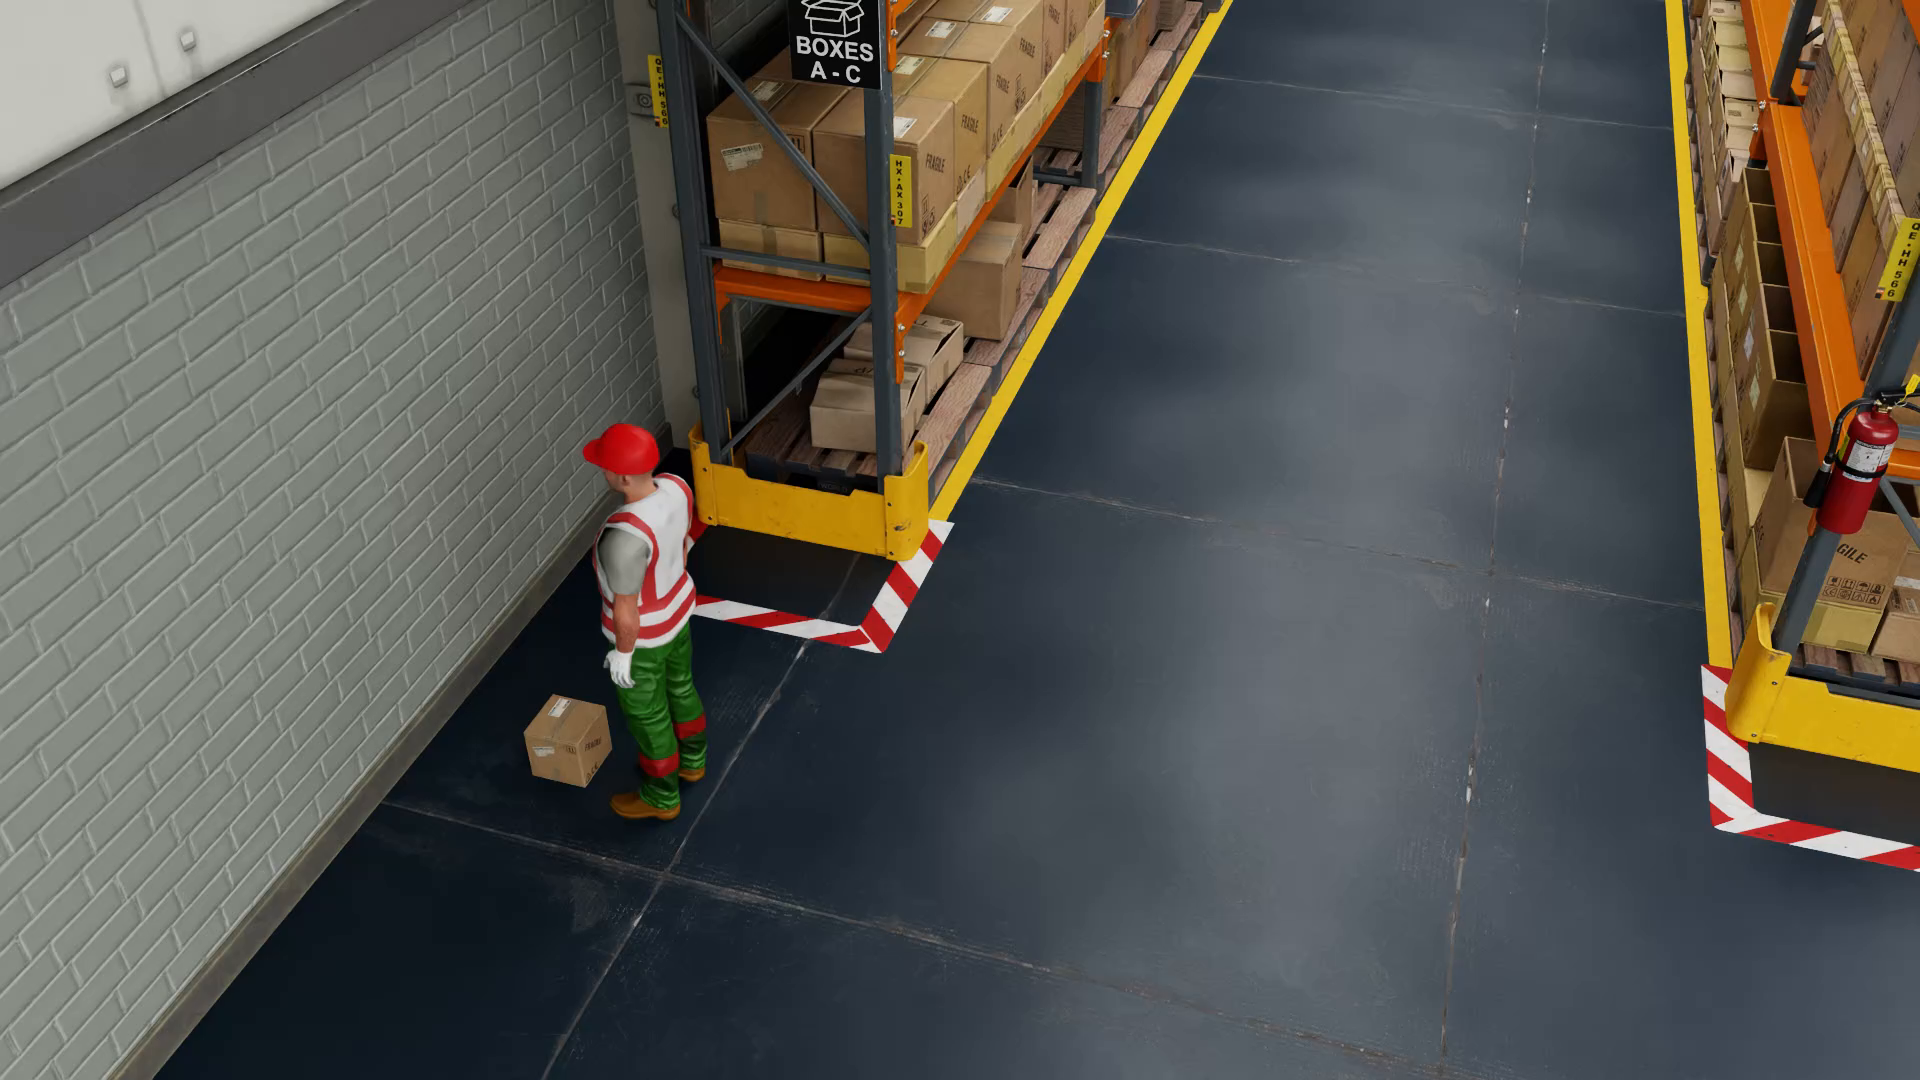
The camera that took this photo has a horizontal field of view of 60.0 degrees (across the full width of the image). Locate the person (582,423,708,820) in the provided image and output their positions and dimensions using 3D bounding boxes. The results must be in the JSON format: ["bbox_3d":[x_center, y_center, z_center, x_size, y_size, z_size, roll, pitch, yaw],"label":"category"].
[{"bbox_3d":[-1.220,0.318,6.443,0.375,1.799,0.533,12,38,15],"label":"person"}]
